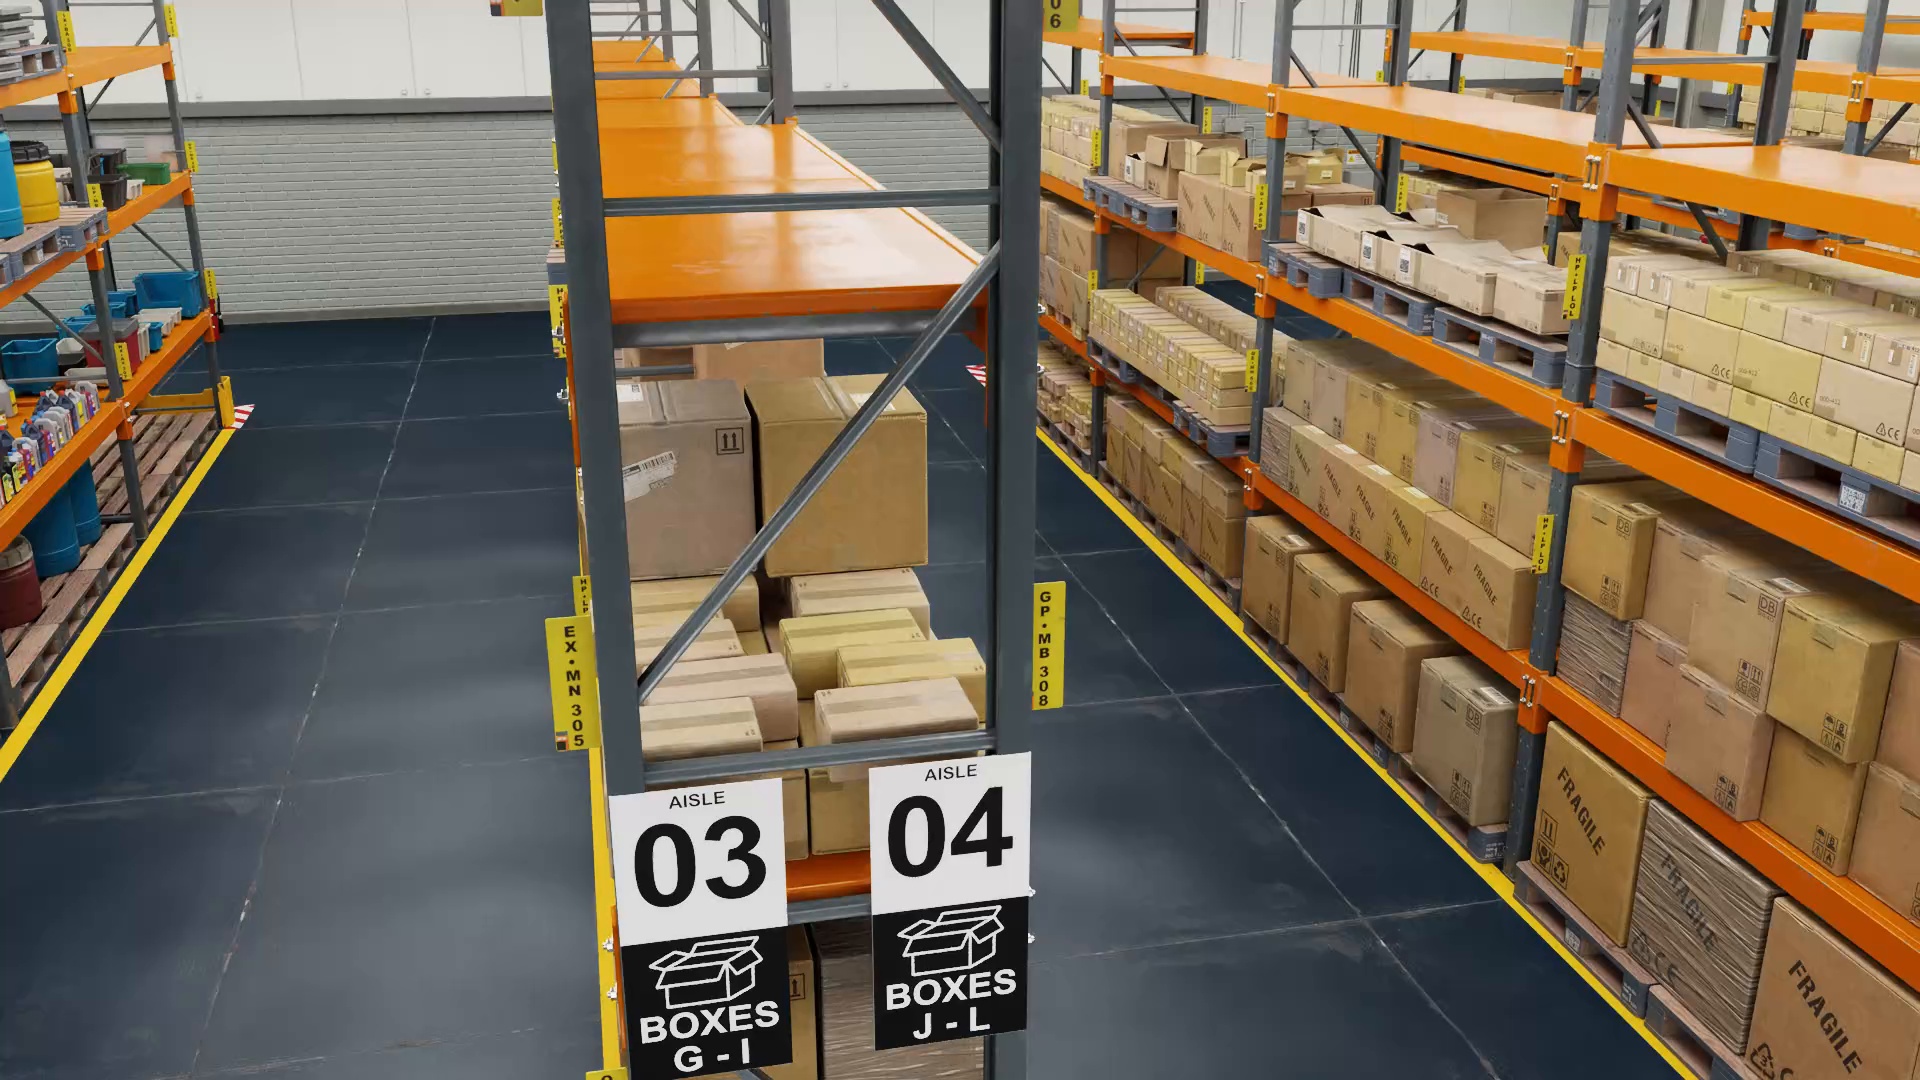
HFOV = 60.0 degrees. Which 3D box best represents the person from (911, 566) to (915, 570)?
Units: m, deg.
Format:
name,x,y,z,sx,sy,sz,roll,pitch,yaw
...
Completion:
name,x,y,z,sx,sy,sz,roll,pitch,yaw
person,-0.566,-0.068,12.560,0.608,1.779,0.451,-5,20,-13
